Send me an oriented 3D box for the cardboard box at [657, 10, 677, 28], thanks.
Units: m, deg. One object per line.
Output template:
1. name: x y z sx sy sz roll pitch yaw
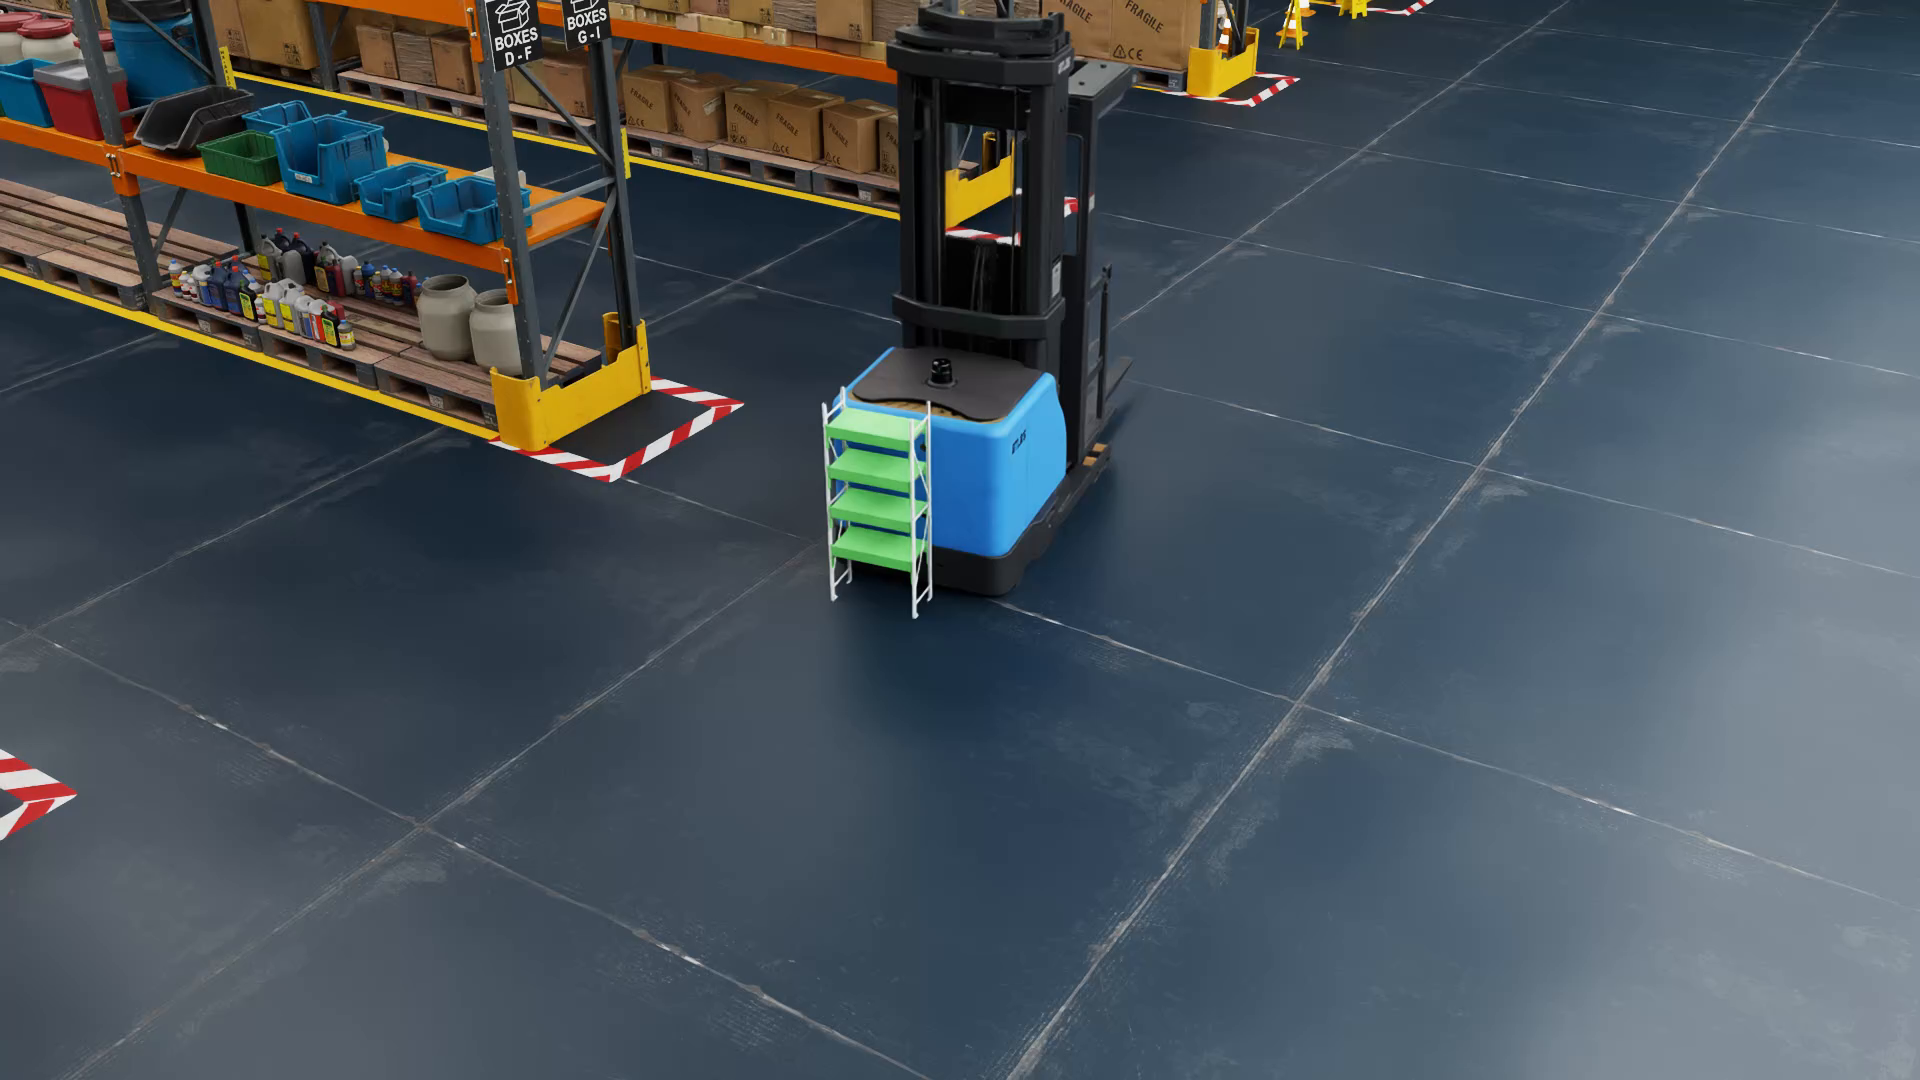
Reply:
1. cardboard box: -2.568 -4.848 15.332 0.250 0.149 0.380 18 35 27

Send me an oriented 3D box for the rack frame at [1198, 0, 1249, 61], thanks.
1. rack frame: 2.872 -6.351 17.660 0.127 3.000 1.000 18 35 27

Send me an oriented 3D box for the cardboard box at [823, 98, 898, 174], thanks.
1. cardboard box: -0.895 -3.683 15.150 0.500 0.500 0.500 -25 38 -36

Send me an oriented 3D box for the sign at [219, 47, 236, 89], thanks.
1. sign: -5.570 -3.570 12.619 0.005 0.325 0.100 18 35 27

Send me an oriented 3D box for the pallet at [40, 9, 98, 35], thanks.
1. pallet: -10.617 -6.509 20.697 1.213 0.211 1.003 18 35 27

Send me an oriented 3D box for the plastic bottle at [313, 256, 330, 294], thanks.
1. plastic bottle: -4.769 -1.998 12.456 0.133 0.283 0.061 18 35 27

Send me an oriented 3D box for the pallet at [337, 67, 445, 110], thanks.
1. pallet: -5.965 -4.990 18.094 1.213 0.211 1.003 18 35 27

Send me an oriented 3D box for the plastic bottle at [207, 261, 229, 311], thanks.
1. plastic bottle: -5.408 -1.871 12.173 0.185 0.351 0.144 19 35 29

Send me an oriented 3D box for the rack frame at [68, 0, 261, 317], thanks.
1. rack frame: -5.871 -3.219 12.291 0.127 3.000 1.000 18 35 27

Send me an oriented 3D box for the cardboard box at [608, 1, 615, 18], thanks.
1. cardboard box: -3.216 -5.038 15.659 0.250 0.149 0.380 18 35 27

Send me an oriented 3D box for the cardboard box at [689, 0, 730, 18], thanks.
1. cardboard box: -2.008 -5.118 15.151 0.500 0.500 0.875 18 35 27

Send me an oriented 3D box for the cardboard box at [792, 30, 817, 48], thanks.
1. cardboard box: -1.269 -4.469 14.683 0.250 0.149 0.380 18 35 27

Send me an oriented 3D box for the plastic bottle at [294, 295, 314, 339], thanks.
1. plastic bottle: -4.589 -1.582 11.752 0.135 0.276 0.152 17 34 26

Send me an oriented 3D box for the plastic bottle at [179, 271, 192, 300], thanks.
1. plastic bottle: -5.749 -1.901 12.371 0.097 0.201 0.097 0 30 0

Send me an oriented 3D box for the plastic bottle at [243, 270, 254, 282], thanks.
1. plastic bottle: -5.221 -1.850 12.215 0.097 0.271 0.097 0 30 0

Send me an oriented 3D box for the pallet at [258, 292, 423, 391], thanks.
1. pallet: -4.287 -1.490 12.095 1.213 0.211 1.003 18 35 27

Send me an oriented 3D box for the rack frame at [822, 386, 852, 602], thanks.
1. rack frame: -0.659 -0.236 8.963 0.015 1.200 0.240 11 32 19

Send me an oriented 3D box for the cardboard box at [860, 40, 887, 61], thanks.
1. cardboard box: -0.652 -4.253 14.313 0.250 0.149 0.380 18 35 27

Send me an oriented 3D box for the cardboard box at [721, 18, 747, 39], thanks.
1. cardboard box: -1.939 -4.642 14.980 0.250 0.149 0.380 18 35 27

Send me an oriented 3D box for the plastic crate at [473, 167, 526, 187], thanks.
1. plastic crate: -3.070 -2.411 11.167 0.250 0.136 0.298 18 35 27

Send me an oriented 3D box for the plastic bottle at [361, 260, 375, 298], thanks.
1. plastic bottle: -4.400 -1.951 12.388 0.097 0.271 0.097 0 30 0

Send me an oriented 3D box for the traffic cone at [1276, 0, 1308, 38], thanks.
1. traffic cone: 4.066 -6.395 20.252 0.334 0.463 0.336 18 35 27

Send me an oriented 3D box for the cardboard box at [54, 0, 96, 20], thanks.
1. cardboard box: -10.531 -6.951 20.379 0.875 0.875 0.875 18 35 27

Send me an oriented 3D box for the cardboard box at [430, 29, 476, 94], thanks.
1. cardboard box: -5.088 -5.052 17.476 0.500 0.500 0.700 21 36 31

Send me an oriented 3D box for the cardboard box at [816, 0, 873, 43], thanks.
1. cardboard box: -0.789 -4.675 14.392 0.500 0.500 0.875 18 35 27

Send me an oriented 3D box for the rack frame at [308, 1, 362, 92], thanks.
1. rack frame: -6.626 -6.404 17.751 0.127 3.000 1.000 18 35 27

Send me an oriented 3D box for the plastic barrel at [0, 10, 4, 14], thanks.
1. plastic barrel: -7.918 -4.042 13.590 0.421 0.512 0.421 0 30 0

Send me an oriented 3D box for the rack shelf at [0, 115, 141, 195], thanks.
1. rack shelf: -7.565 -3.444 13.391 4.000 0.370 1.077 18 35 27

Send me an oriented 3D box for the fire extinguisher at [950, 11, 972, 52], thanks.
1. fire extinguisher: 0.002 -4.001 13.707 0.183 0.674 0.296 18 35 27

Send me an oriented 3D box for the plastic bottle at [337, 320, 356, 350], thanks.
1. plastic bottle: -4.272 -1.434 11.571 0.097 0.201 0.097 0 30 0

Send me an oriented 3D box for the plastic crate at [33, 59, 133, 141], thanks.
1. plastic crate: -6.444 -3.246 12.273 0.583 0.464 0.402 18 35 27

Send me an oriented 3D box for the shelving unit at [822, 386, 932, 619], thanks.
1. shelving unit: -0.432 -0.190 8.884 0.503 1.200 0.258 11 32 19

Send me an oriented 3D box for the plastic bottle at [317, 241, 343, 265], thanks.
1. plastic bottle: -4.737 -2.077 12.526 0.185 0.351 0.144 17 34 27

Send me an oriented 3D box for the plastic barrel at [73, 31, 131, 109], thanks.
1. plastic barrel: -6.565 -3.628 12.856 0.433 0.535 0.433 0 30 0

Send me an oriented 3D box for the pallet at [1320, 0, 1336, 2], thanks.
1. pallet: 4.684 -7.539 22.464 1.213 0.211 1.003 18 35 27

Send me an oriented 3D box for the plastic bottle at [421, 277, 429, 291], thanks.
1. plastic bottle: -3.853 -1.778 12.091 0.097 0.271 0.097 0 30 0

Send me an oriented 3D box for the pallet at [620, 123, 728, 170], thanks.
1. pallet: -2.651 -3.964 16.334 1.213 0.211 1.003 18 35 27

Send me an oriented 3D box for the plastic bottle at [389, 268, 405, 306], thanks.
1. plastic bottle: -4.144 -1.869 12.249 0.097 0.271 0.097 0 30 0

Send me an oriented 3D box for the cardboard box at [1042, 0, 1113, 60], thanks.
1. cardboard box: 1.516 -6.003 18.755 0.875 0.875 0.875 17 34 27

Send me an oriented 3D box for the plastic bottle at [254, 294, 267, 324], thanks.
1. plastic bottle: -5.021 -1.671 11.977 0.097 0.201 0.097 0 30 0

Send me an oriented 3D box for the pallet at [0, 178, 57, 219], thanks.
1. pallet: -8.624 -2.862 14.446 1.213 0.211 1.003 18 35 27

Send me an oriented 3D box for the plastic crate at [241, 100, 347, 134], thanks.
1. plastic crate: -4.790 -2.974 12.019 0.616 0.251 0.499 18 35 27

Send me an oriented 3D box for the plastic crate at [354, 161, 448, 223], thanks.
1. plastic crate: -3.614 -2.266 10.805 0.408 0.251 0.499 18 35 27

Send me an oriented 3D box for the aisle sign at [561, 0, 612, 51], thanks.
1. aisle sign: -2.267 -3.376 9.980 0.004 0.787 0.394 18 35 27

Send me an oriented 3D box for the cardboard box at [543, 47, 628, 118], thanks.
1. cardboard box: -3.747 -4.617 16.731 0.500 0.500 0.700 15 33 24

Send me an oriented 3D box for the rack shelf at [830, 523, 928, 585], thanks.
1. rack shelf: -0.432 0.072 9.038 0.480 0.148 0.258 11 32 19

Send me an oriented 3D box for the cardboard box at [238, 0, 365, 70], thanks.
1. cardboard box: -7.200 -5.862 18.513 0.875 0.875 1.225 16 34 25

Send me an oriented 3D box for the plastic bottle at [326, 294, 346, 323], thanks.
1. plastic bottle: -4.415 -1.594 11.764 0.133 0.283 0.061 18 35 27

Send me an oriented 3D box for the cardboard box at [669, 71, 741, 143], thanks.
1. cardboard box: -2.432 -4.160 15.968 0.500 0.500 0.500 -23 37 -33

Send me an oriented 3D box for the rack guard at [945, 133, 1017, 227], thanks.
1. rack guard: 0.085 -3.202 14.742 0.348 0.500 1.175 18 35 27

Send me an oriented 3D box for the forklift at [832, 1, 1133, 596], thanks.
1. forklift: 0.316 -1.689 9.737 1.130 2.935 3.031 11 32 19

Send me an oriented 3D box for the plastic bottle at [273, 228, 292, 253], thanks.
1. plastic bottle: -5.173 -2.215 12.763 0.185 0.351 0.144 17 34 26
